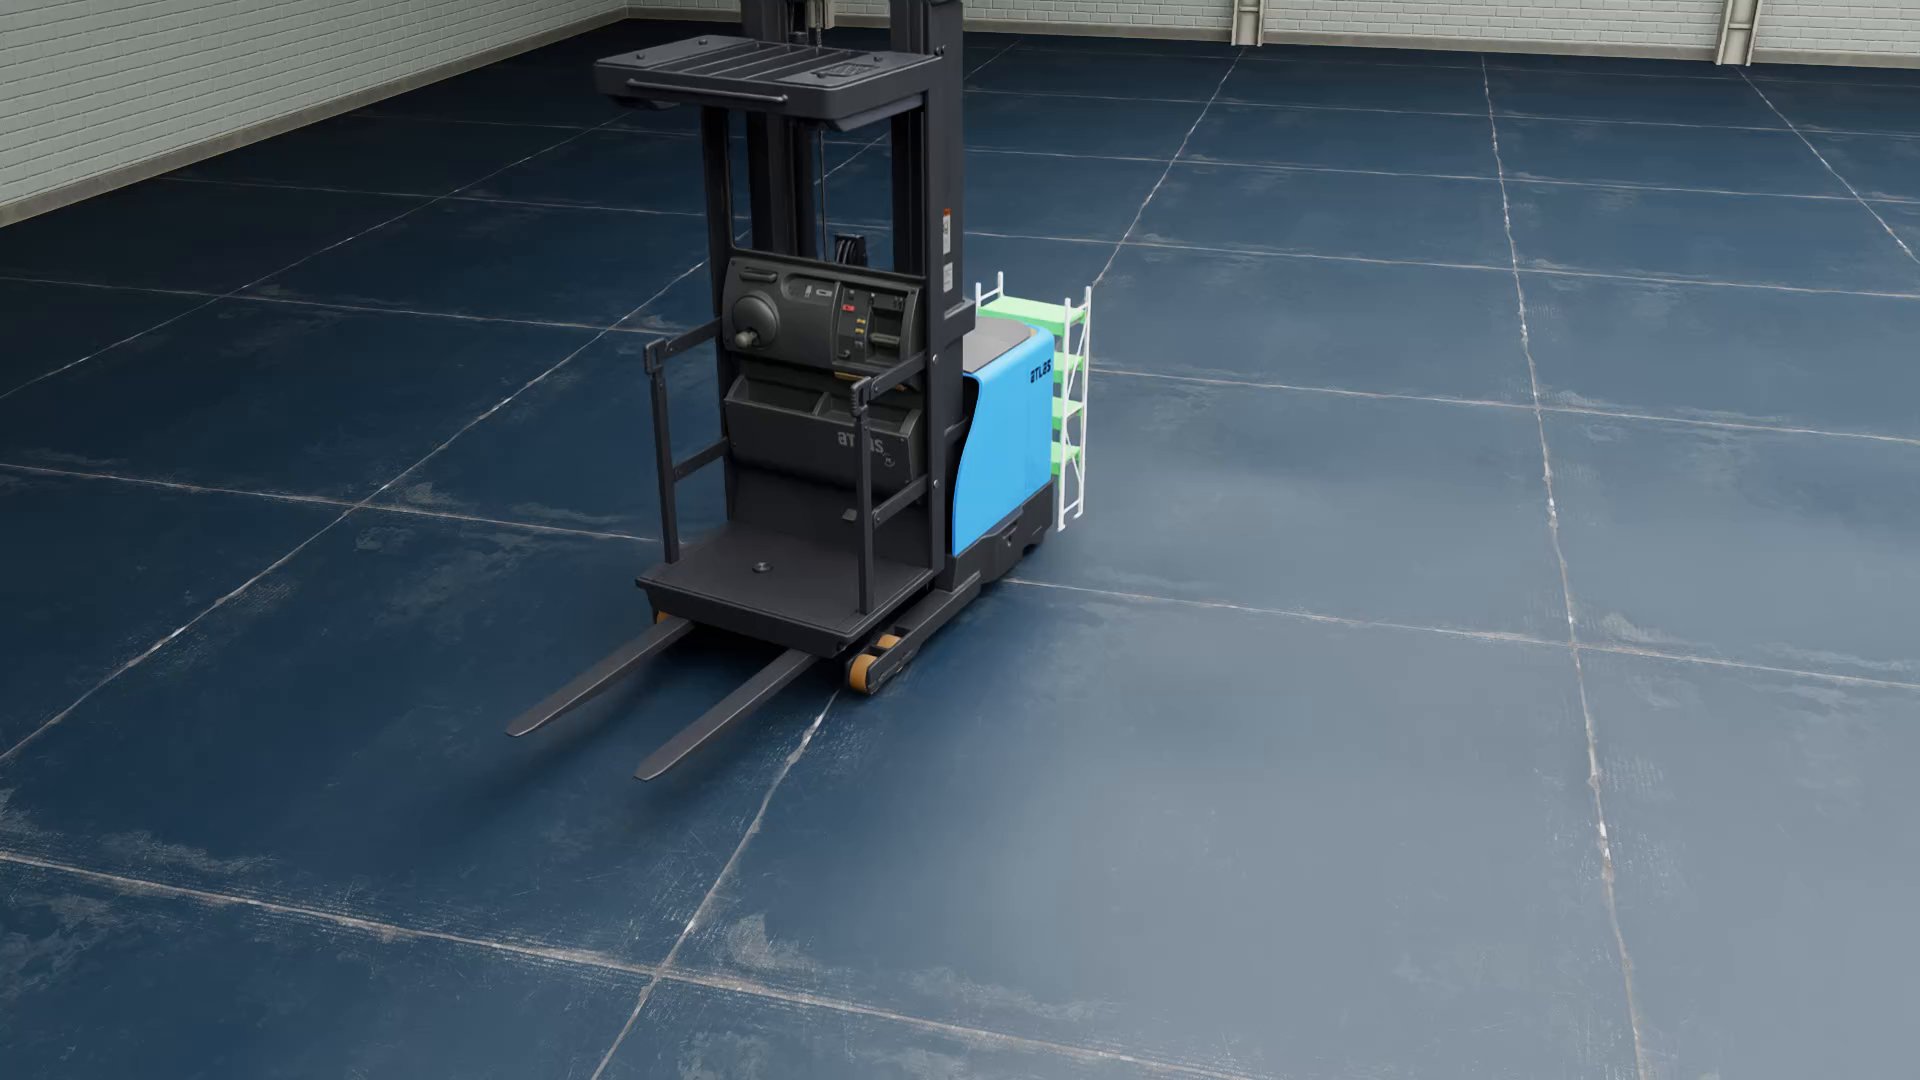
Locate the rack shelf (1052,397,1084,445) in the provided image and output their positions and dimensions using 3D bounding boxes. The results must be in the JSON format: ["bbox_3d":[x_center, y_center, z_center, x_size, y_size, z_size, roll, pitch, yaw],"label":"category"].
[{"bbox_3d":[0.353,-0.632,8.329,0.480,0.148,0.258,14,29,27],"label":"rack shelf"}]

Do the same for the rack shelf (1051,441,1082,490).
[{"bbox_3d":[0.352,-0.415,8.431,0.480,0.148,0.258,14,29,27],"label":"rack shelf"}]

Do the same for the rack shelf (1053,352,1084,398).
[{"bbox_3d":[0.353,-0.849,8.226,0.480,0.148,0.258,14,29,27],"label":"rack shelf"}]

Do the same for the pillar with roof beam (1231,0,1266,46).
[{"bbox_3d":[2.742,-8.865,16.402,0.400,9.000,9.100,6,26,13],"label":"pillar with roof beam"}]

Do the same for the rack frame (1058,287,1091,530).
[{"bbox_3d":[0.563,-0.636,8.189,0.015,1.200,0.240,14,29,27],"label":"rack frame"}]

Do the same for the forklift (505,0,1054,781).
[{"bbox_3d":[-0.687,-0.904,6.739,1.130,2.935,3.031,13,28,26],"label":"forklift"}]

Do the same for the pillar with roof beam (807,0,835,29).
[{"bbox_3d":[-3.069,-9.508,17.751,0.400,9.000,9.100,6,26,13],"label":"pillar with roof beam"}]

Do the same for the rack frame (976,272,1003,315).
[{"bbox_3d":[0.143,-0.743,8.414,0.015,1.200,0.240,14,29,27],"label":"rack frame"}]

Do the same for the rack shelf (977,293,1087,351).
[{"bbox_3d":[0.353,-1.066,8.124,0.480,0.148,0.258,14,29,27],"label":"rack shelf"}]

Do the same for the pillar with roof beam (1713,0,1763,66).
[{"bbox_3d":[8.553,-8.223,15.053,0.400,9.000,9.100,6,26,13],"label":"pillar with roof beam"}]

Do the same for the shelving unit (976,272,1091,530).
[{"bbox_3d":[0.353,-0.690,8.302,0.503,1.200,0.258,14,29,27],"label":"shelving unit"}]
